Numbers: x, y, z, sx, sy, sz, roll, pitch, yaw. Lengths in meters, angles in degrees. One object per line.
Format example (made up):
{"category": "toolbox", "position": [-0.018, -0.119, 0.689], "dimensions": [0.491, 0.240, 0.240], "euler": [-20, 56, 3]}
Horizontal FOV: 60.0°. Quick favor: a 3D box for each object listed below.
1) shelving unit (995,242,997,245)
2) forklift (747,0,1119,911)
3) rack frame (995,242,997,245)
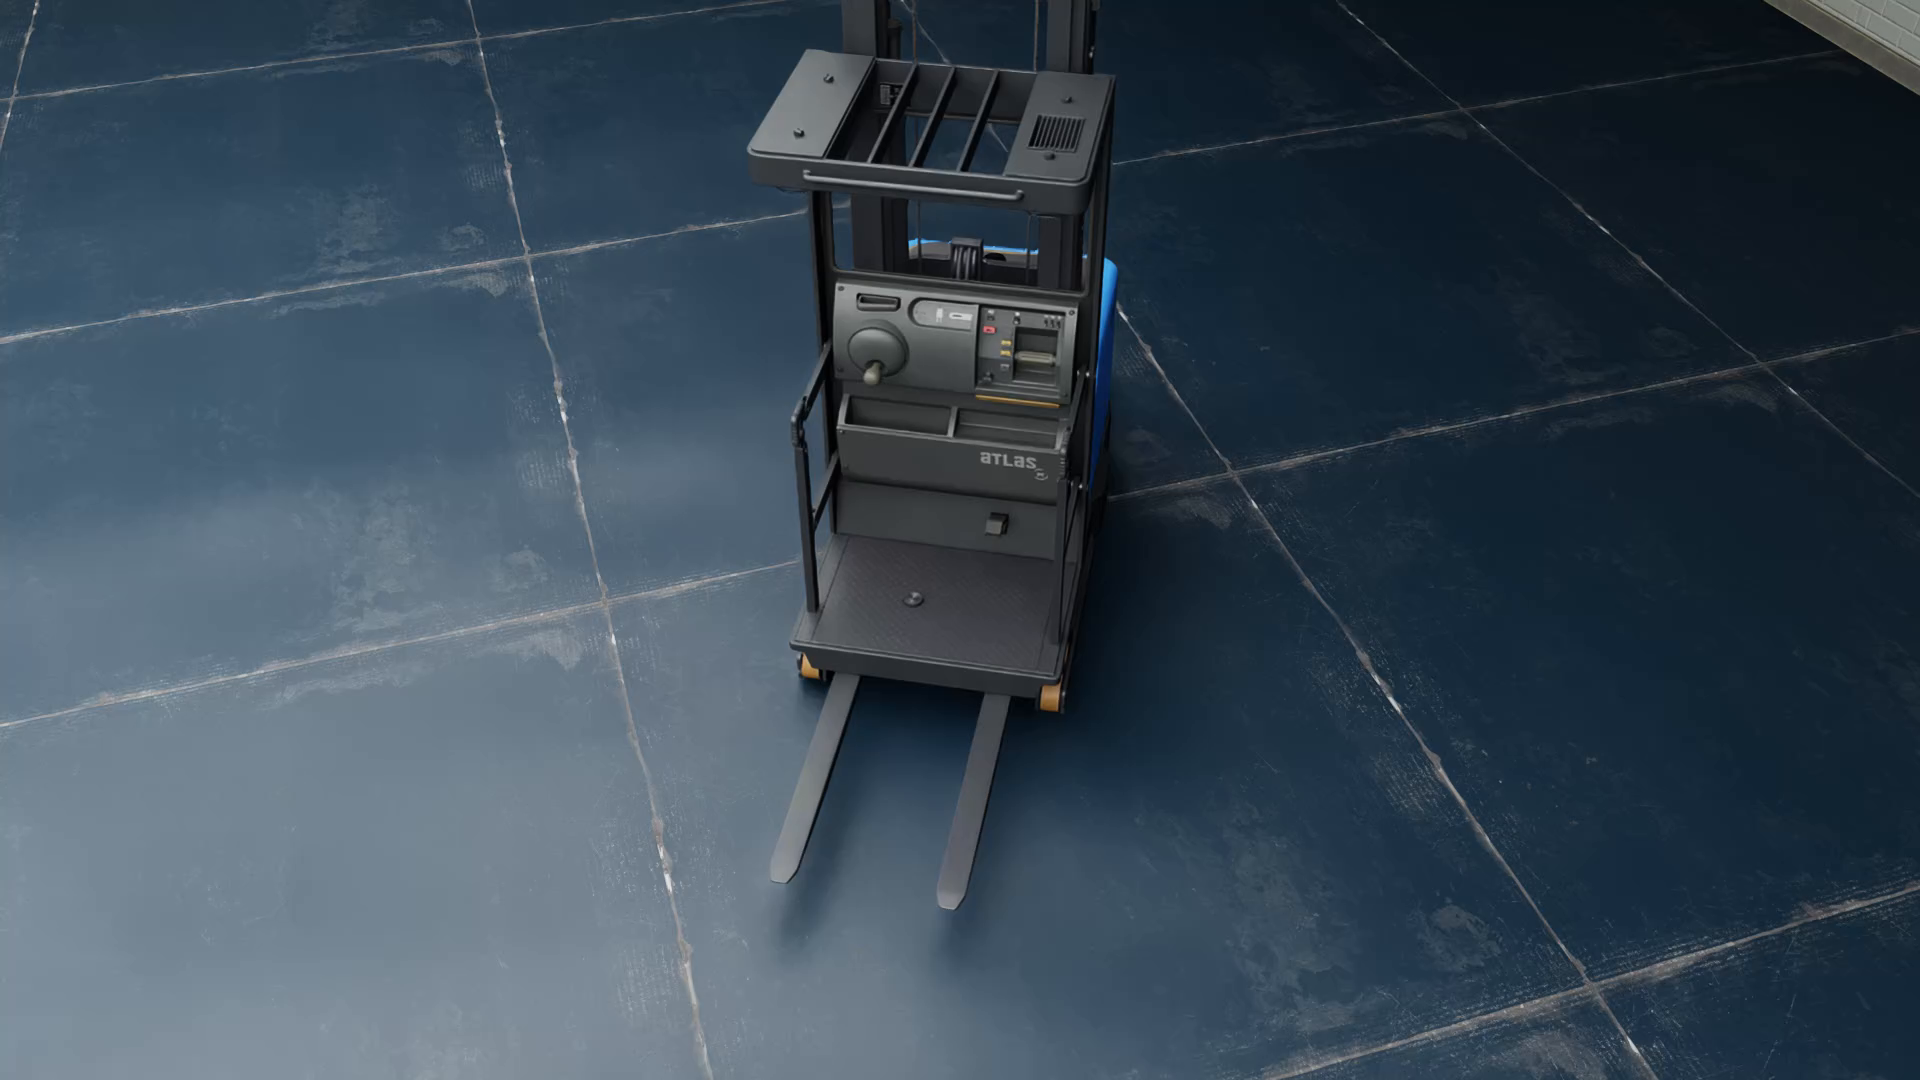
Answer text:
{"category": "shelving unit", "position": [0.251, -0.974, 8.031], "dimensions": [0.210, 0.900, 0.258], "euler": [6, 42, 7]}
{"category": "forklift", "position": [-0.060, -0.667, 6.135], "dimensions": [1.130, 2.935, 3.031], "euler": [7, 42, 8]}
{"category": "rack frame", "position": [0.150, -0.985, 8.044], "dimensions": [0.006, 0.900, 0.240], "euler": [6, 42, 7]}
